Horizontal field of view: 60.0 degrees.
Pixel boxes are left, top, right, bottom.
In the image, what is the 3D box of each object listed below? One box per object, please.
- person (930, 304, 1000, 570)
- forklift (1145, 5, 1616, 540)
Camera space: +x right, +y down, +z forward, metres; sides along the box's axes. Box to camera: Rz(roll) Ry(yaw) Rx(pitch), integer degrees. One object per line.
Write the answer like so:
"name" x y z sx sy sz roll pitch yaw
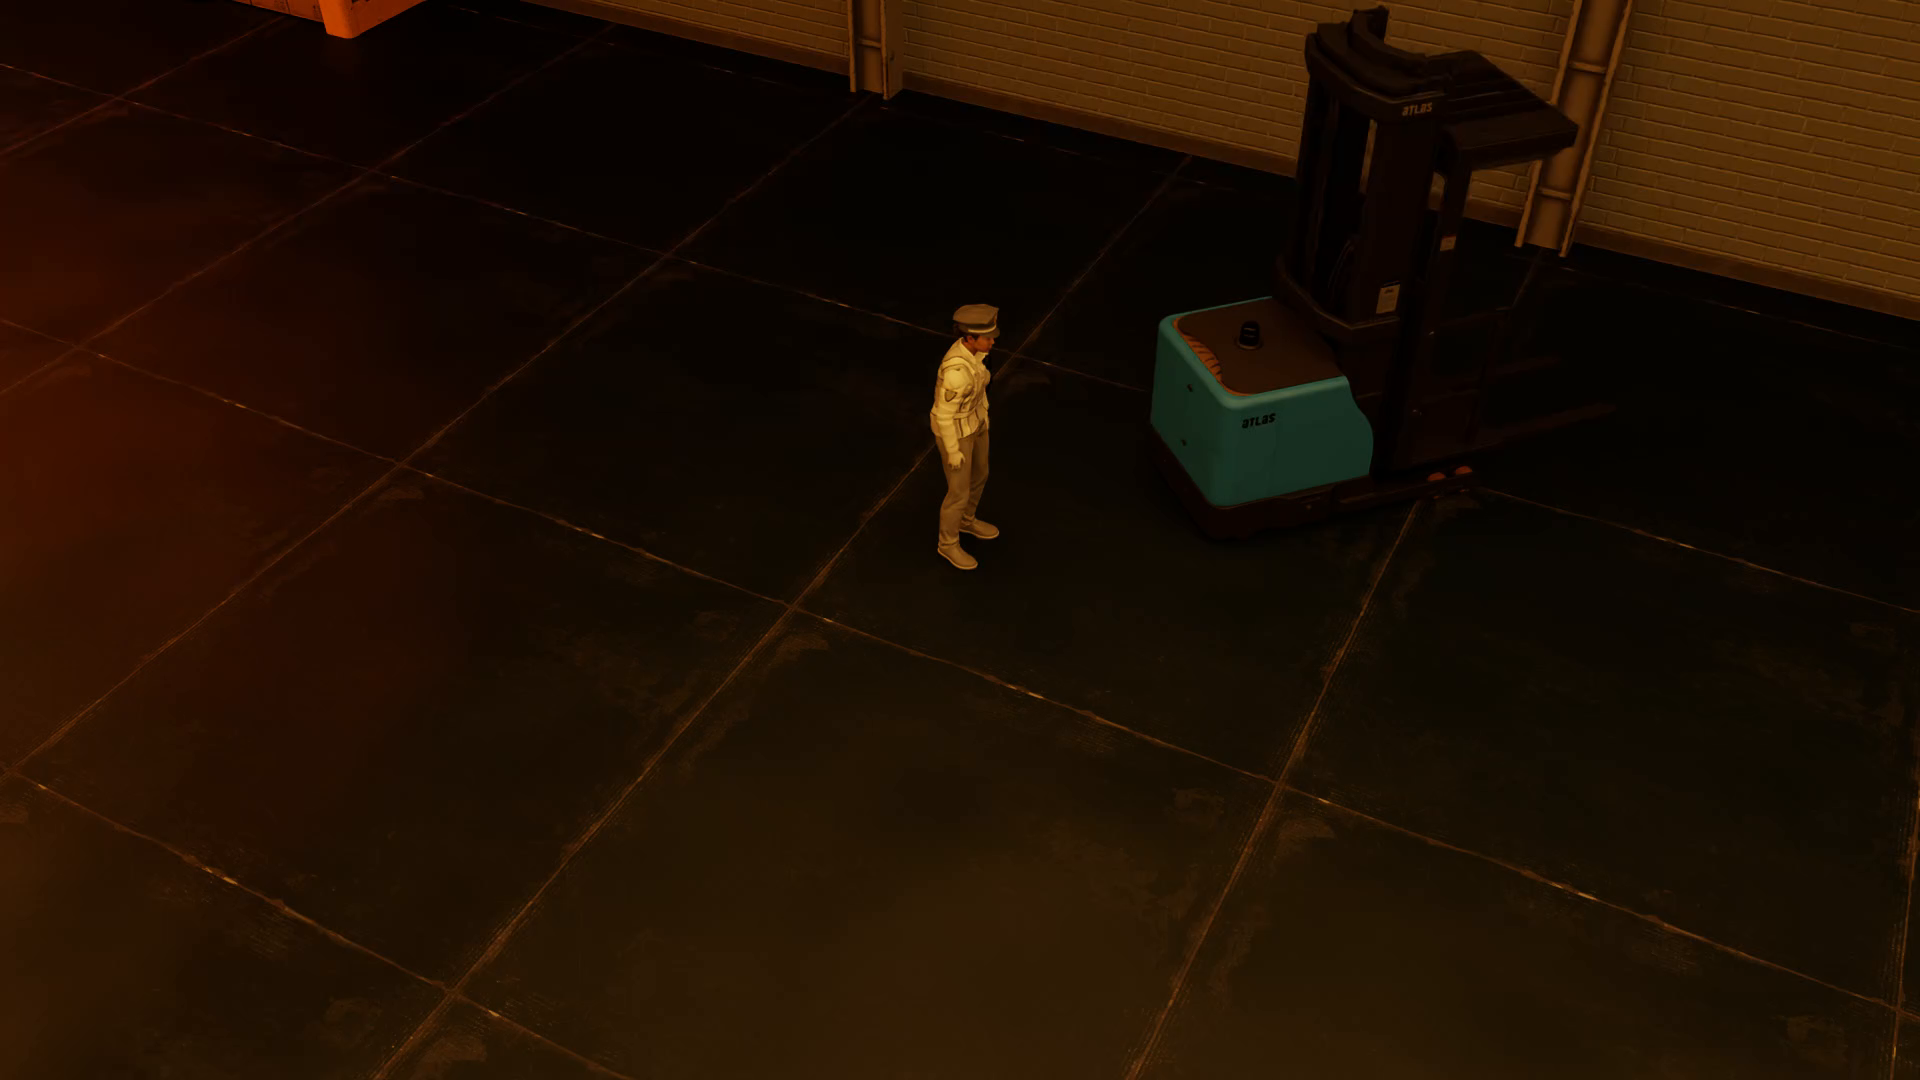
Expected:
"person" 0.033 -0.635 9.727 0.373 1.662 0.542 16 43 18
"forklift" 2.781 -1.694 9.998 3.031 2.935 1.130 -13 42 -15
